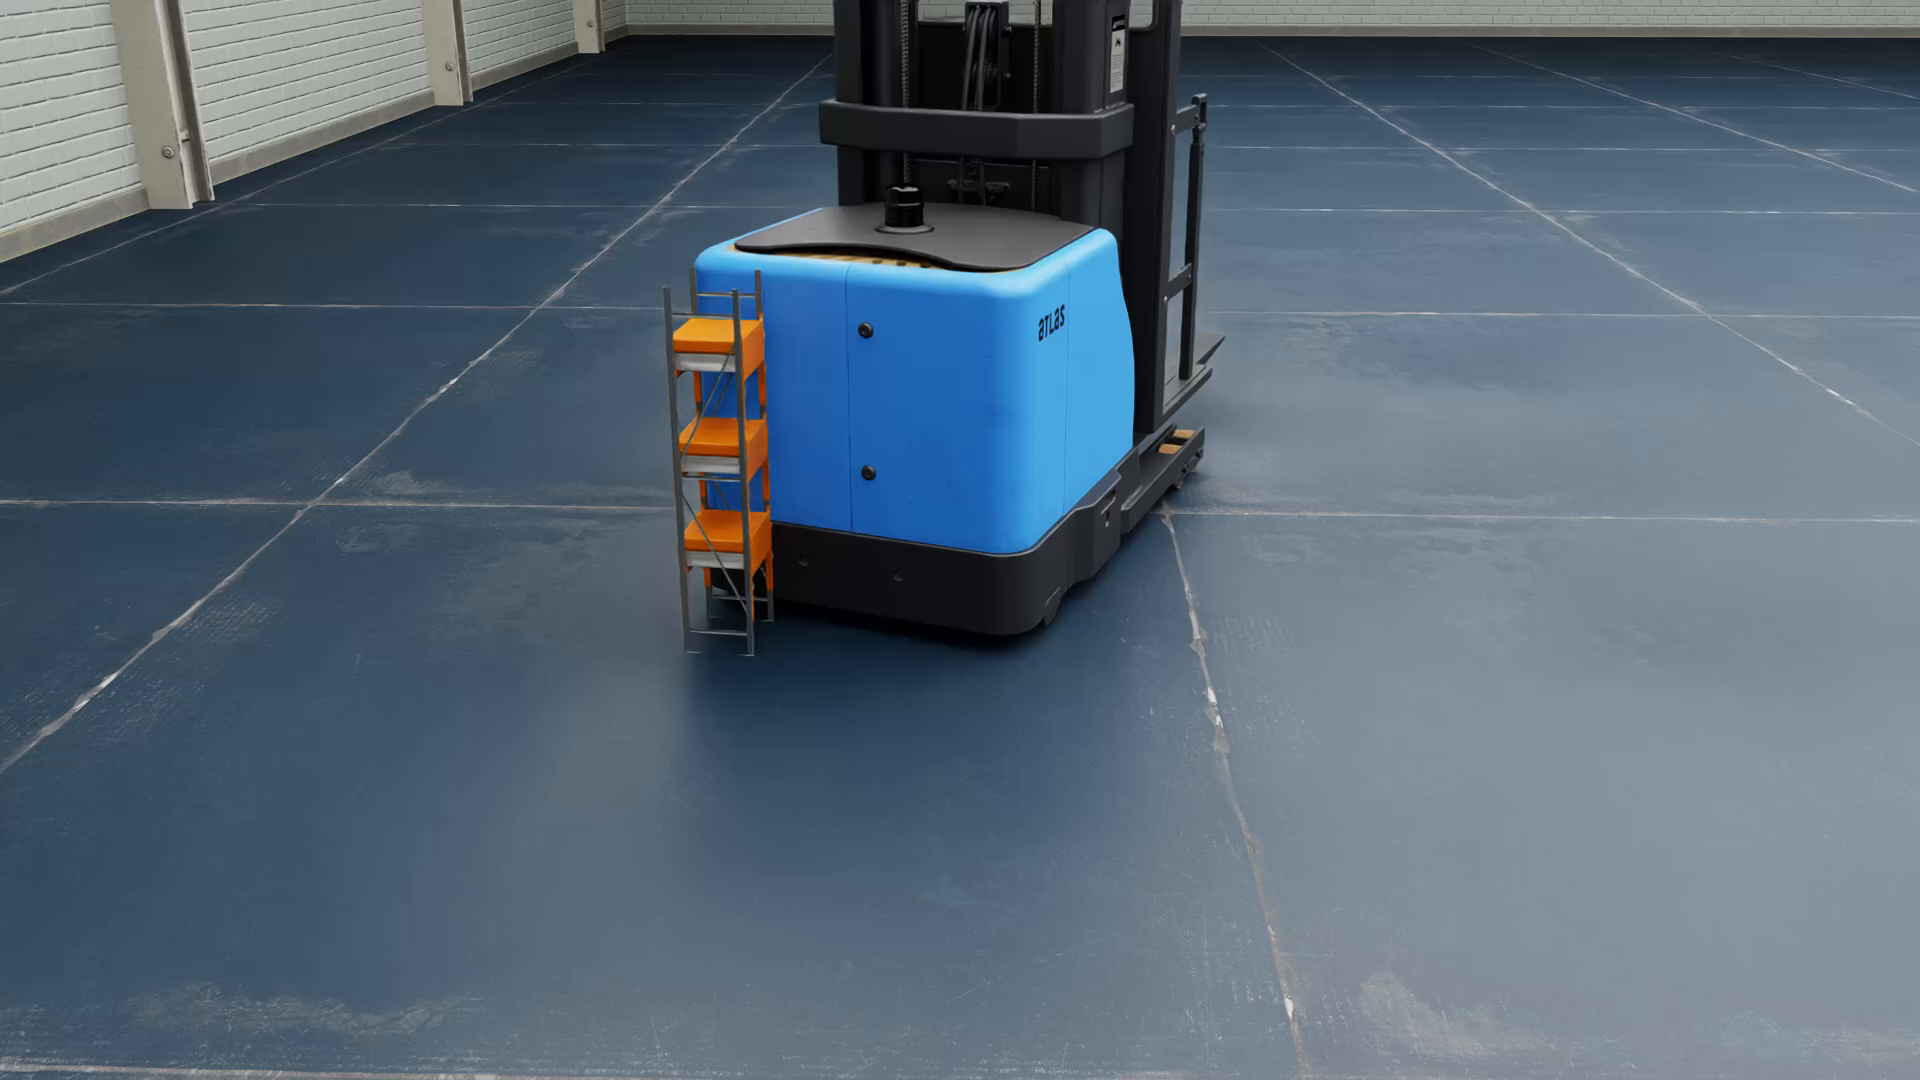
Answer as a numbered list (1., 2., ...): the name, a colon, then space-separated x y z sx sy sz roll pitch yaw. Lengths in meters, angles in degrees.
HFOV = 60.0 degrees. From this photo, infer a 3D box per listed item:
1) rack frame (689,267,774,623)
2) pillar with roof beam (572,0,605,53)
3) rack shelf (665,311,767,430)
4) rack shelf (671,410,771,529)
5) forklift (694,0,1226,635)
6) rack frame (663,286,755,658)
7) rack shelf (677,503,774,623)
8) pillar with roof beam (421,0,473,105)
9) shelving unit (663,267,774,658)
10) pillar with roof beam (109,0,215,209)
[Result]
1. rack frame: -0.644 -0.251 4.723 0.200 1.050 0.008 3 21 6
2. pillar with roof beam: -0.742 -10.819 20.972 9.100 9.000 0.400 1 21 2
3. rack shelf: -0.657 -0.462 4.511 0.215 0.259 0.240 3 21 6
4. rack shelf: -0.659 -0.198 4.614 0.215 0.259 0.240 3 21 6
5. forklift: 0.264 -1.599 5.598 1.130 2.935 3.031 8 23 21
6. rack frame: -0.674 -0.164 4.497 0.200 1.050 0.008 3 21 6
7. rack shelf: -0.661 0.061 4.715 0.215 0.259 0.240 3 21 6
8. pillar with roof beam: -0.924 -8.649 15.381 9.100 9.000 0.400 1 21 2
9. shelving unit: -0.659 -0.207 4.610 0.215 1.050 0.252 3 21 6
10. pillar with roof beam: -1.107 -6.480 9.790 9.100 9.000 0.400 1 21 2
